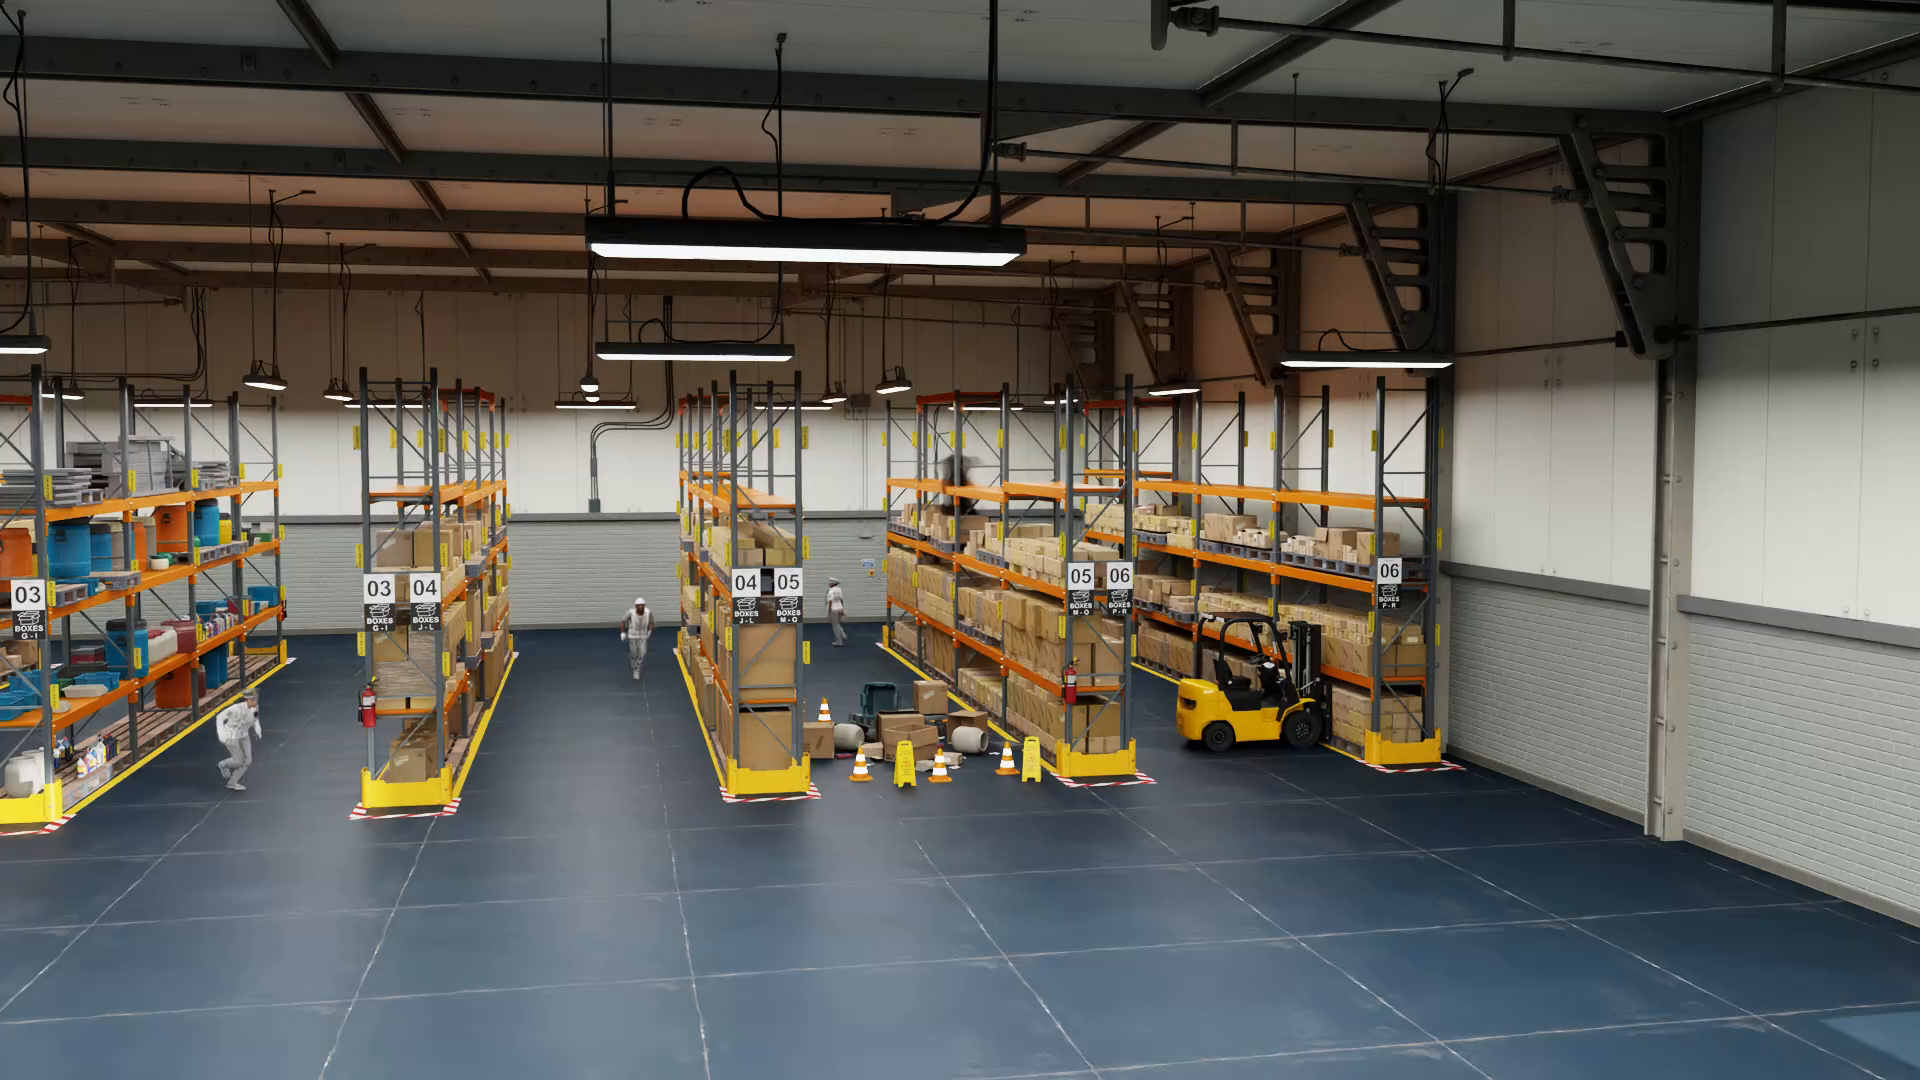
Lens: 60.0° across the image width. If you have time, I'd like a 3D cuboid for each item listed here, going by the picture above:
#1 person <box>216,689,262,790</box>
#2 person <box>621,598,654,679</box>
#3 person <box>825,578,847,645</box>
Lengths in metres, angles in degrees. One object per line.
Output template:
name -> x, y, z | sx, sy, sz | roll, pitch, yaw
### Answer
person -> -10.358, 2.857, 23.805 | 0.825, 1.482, 0.639 | 2, 4, 29
person -> -6.807, 2.061, 35.121 | 0.685, 1.710, 0.696 | -2, 4, -26
person -> -3.014, 1.742, 40.656 | 0.443, 1.660, 0.548 | 2, 4, 28
